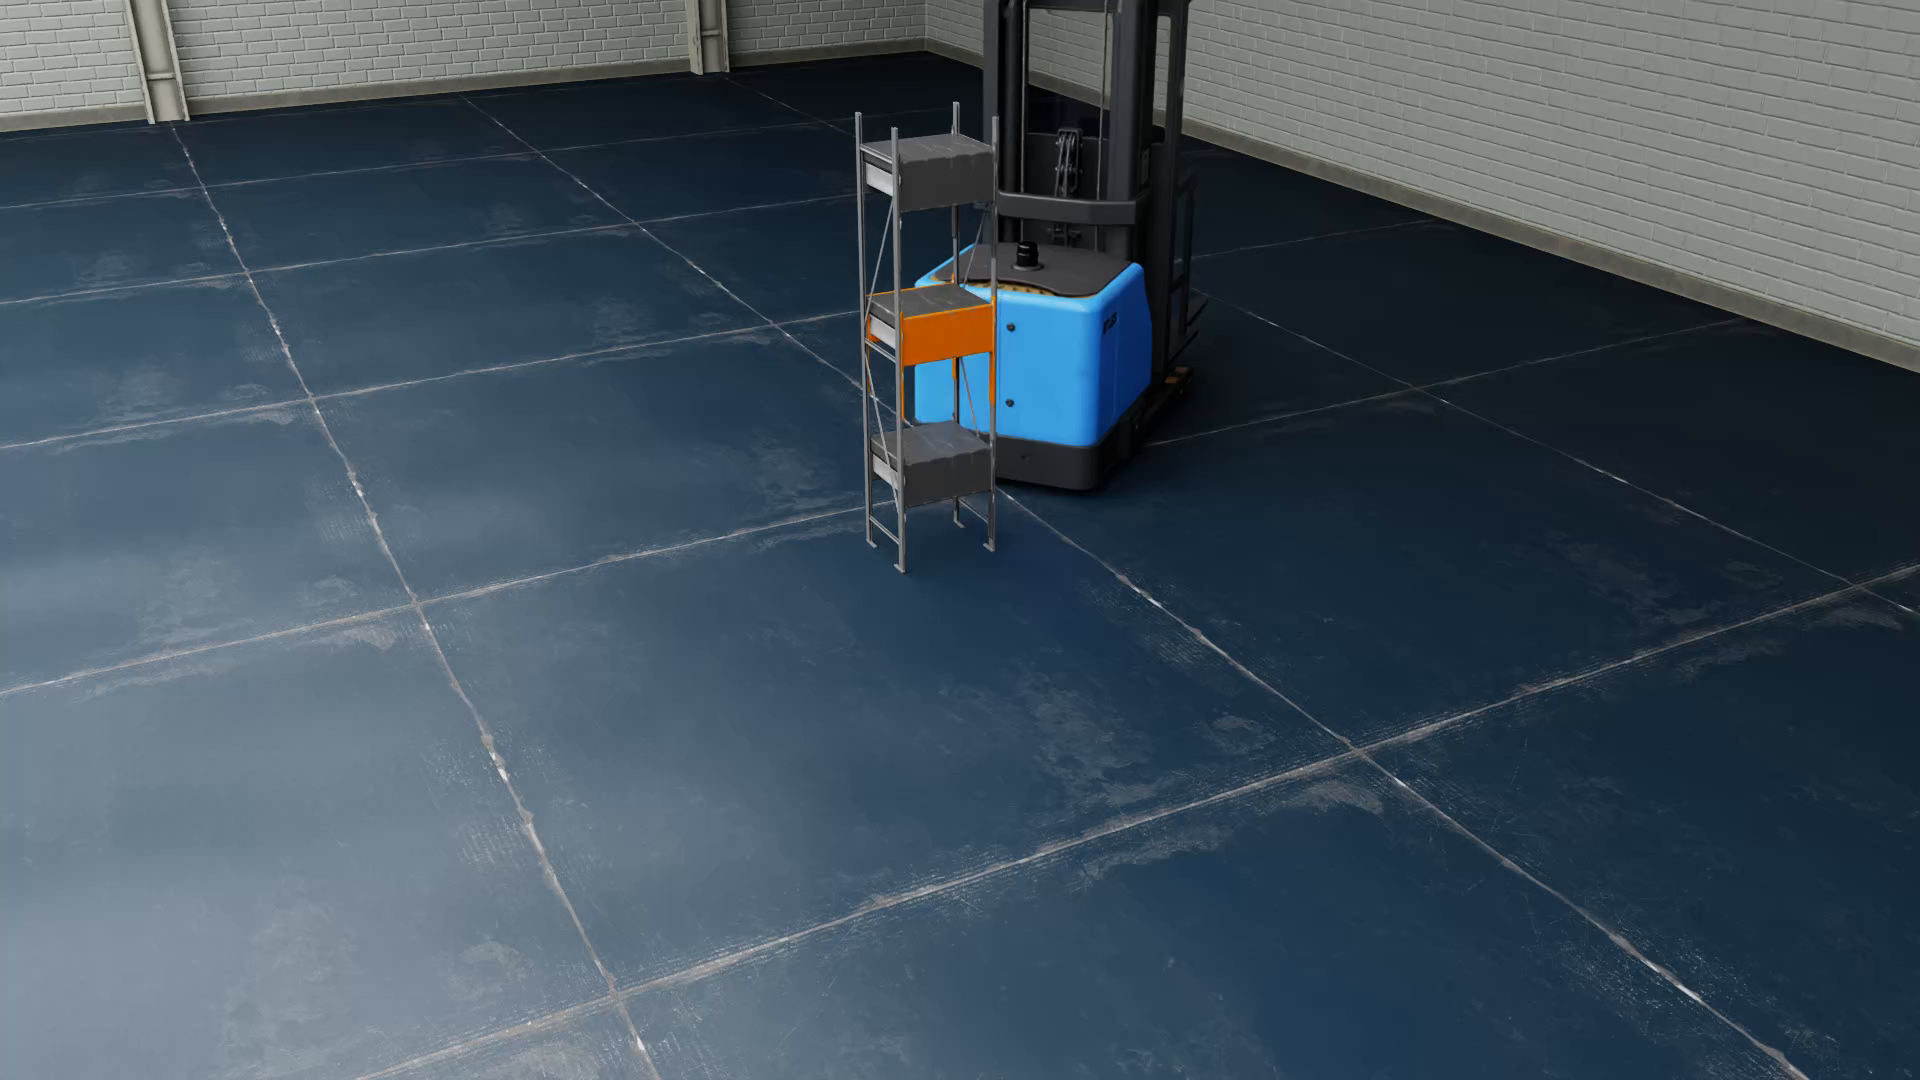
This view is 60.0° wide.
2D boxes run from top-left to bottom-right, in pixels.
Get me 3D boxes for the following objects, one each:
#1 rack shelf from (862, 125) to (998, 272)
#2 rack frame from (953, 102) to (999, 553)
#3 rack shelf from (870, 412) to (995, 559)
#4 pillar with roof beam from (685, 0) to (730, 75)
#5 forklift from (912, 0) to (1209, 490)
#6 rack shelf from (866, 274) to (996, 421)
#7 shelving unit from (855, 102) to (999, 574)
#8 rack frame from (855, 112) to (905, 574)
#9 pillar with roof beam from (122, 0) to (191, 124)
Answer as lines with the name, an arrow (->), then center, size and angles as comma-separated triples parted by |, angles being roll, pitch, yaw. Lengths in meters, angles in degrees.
rack shelf -> -0.146, -1.532, 7.428 | 0.480, 0.518, 0.431 | -13, 29, -25
rack frame -> 0.069, -0.963, 7.829 | 0.015, 2.100, 0.400 | -13, 29, -25
rack shelf -> -0.146, -0.270, 8.034 | 0.480, 0.518, 0.431 | -13, 29, -25
pillar with roof beam -> -0.977, -8.045, 14.610 | 0.400, 9.000, 9.100 | -13, 29, -25
forklift -> 0.773, -2.192, 9.430 | 1.130, 2.935, 3.031 | 10, 27, 20
rack shelf -> -0.146, -0.901, 7.731 | 0.480, 0.518, 0.431 | -13, 29, -25
shelving unit -> -0.146, -0.913, 7.725 | 0.503, 2.100, 0.431 | -13, 29, -25
rack frame -> -0.361, -0.863, 7.622 | 0.015, 2.100, 0.400 | -13, 29, -25
pillar with roof beam -> -6.272, -6.823, 12.065 | 0.400, 9.000, 9.100 | -13, 29, -25
